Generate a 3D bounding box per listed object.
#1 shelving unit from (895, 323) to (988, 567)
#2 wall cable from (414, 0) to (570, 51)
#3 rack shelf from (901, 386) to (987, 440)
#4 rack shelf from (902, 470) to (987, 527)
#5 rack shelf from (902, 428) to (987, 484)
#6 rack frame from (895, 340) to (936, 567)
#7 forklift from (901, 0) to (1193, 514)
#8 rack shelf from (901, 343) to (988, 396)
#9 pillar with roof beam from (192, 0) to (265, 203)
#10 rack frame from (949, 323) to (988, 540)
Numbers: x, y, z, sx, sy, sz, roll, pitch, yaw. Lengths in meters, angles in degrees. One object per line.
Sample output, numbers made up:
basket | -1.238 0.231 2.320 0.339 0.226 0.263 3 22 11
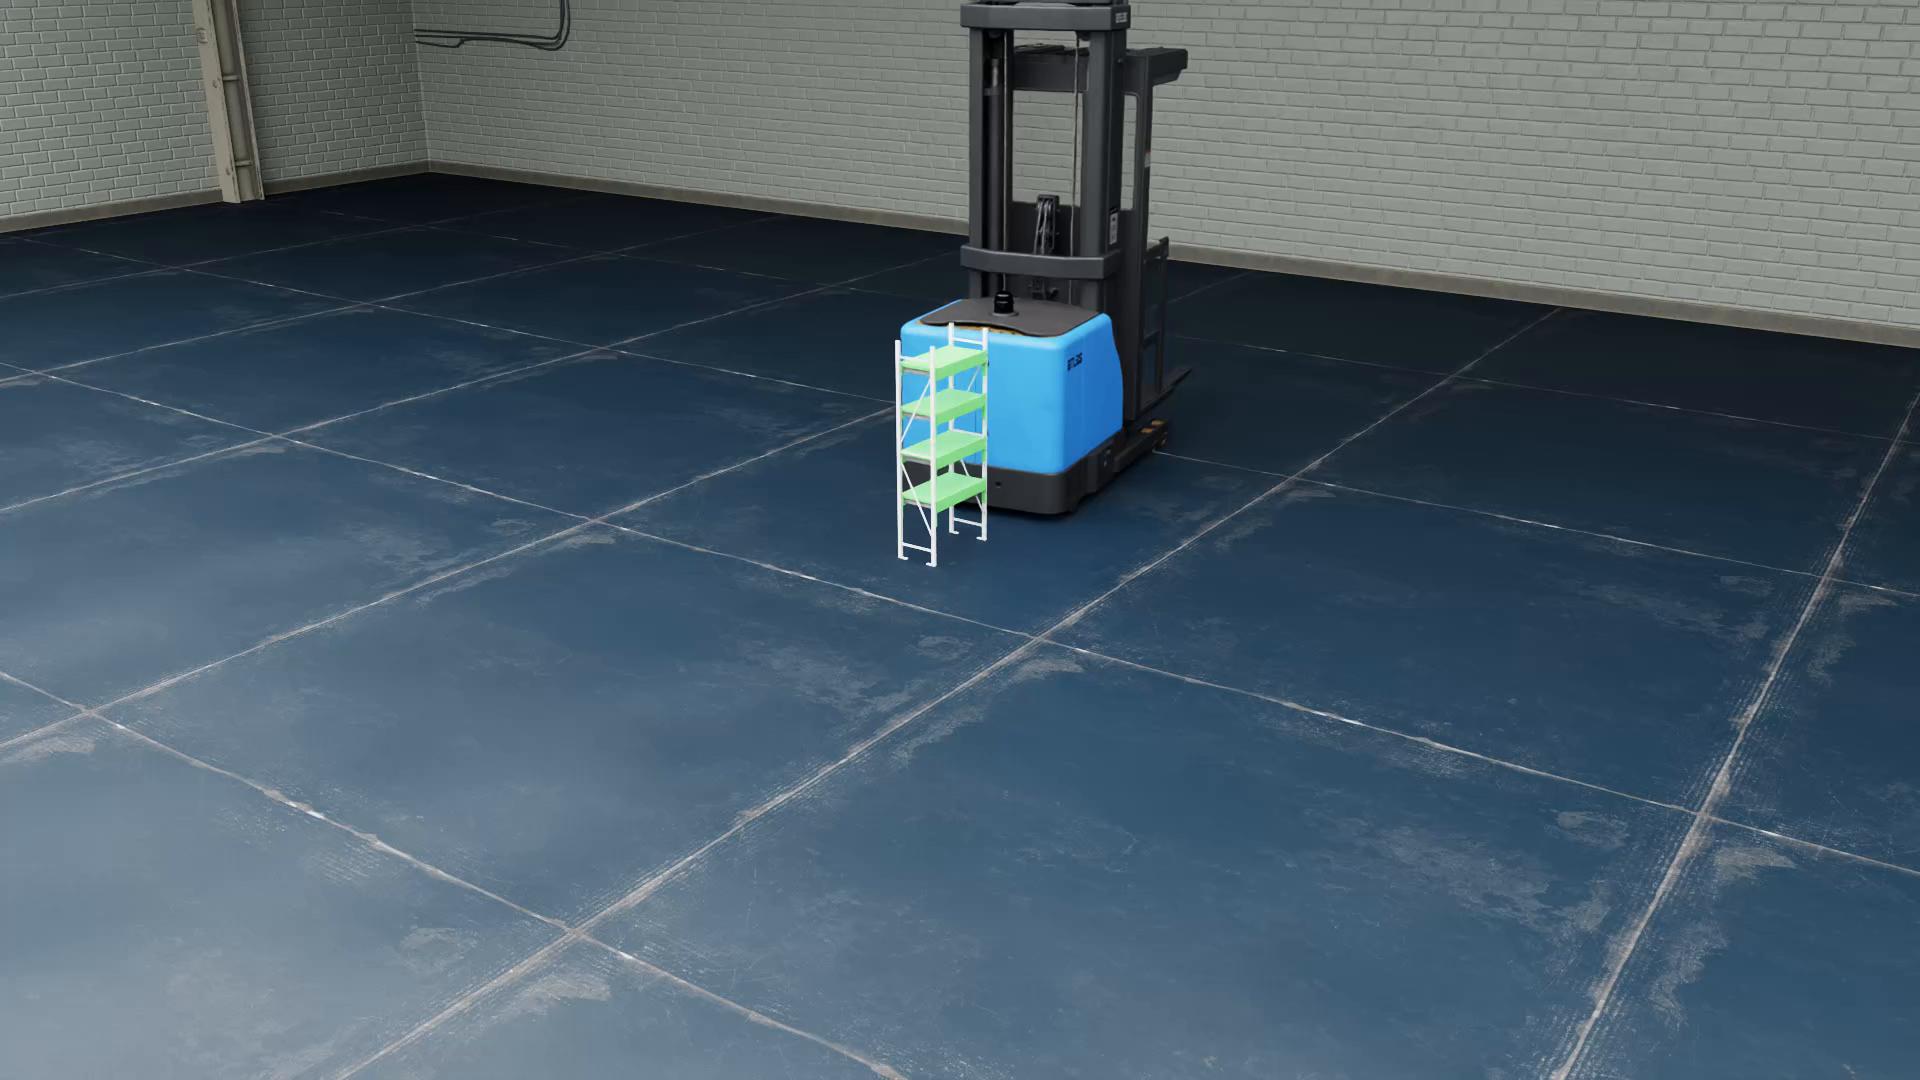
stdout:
shelving unit | -0.093 -0.515 8.928 0.258 1.200 0.503 13 24 32
wall cable | -6.174 -7.587 21.281 3.097 2.526 0.112 13 24 32
rack shelf | -0.093 -0.680 8.867 0.258 0.148 0.480 13 24 32
rack shelf | -0.093 -0.230 9.034 0.258 0.148 0.480 13 24 32
rack shelf | -0.093 -0.455 8.951 0.258 0.148 0.480 13 24 32
rack frame | -0.230 -0.445 8.739 0.240 1.200 0.015 13 24 32
forklift | 0.730 -1.992 10.425 1.130 2.935 3.031 9 22 24
rack shelf | -0.093 -0.906 8.784 0.258 0.148 0.480 13 24 32
pillar with roof beam | -5.364 -7.617 16.885 9.100 9.000 0.400 13 24 32
rack frame | 0.044 -0.585 9.118 0.240 1.200 0.015 13 24 32
